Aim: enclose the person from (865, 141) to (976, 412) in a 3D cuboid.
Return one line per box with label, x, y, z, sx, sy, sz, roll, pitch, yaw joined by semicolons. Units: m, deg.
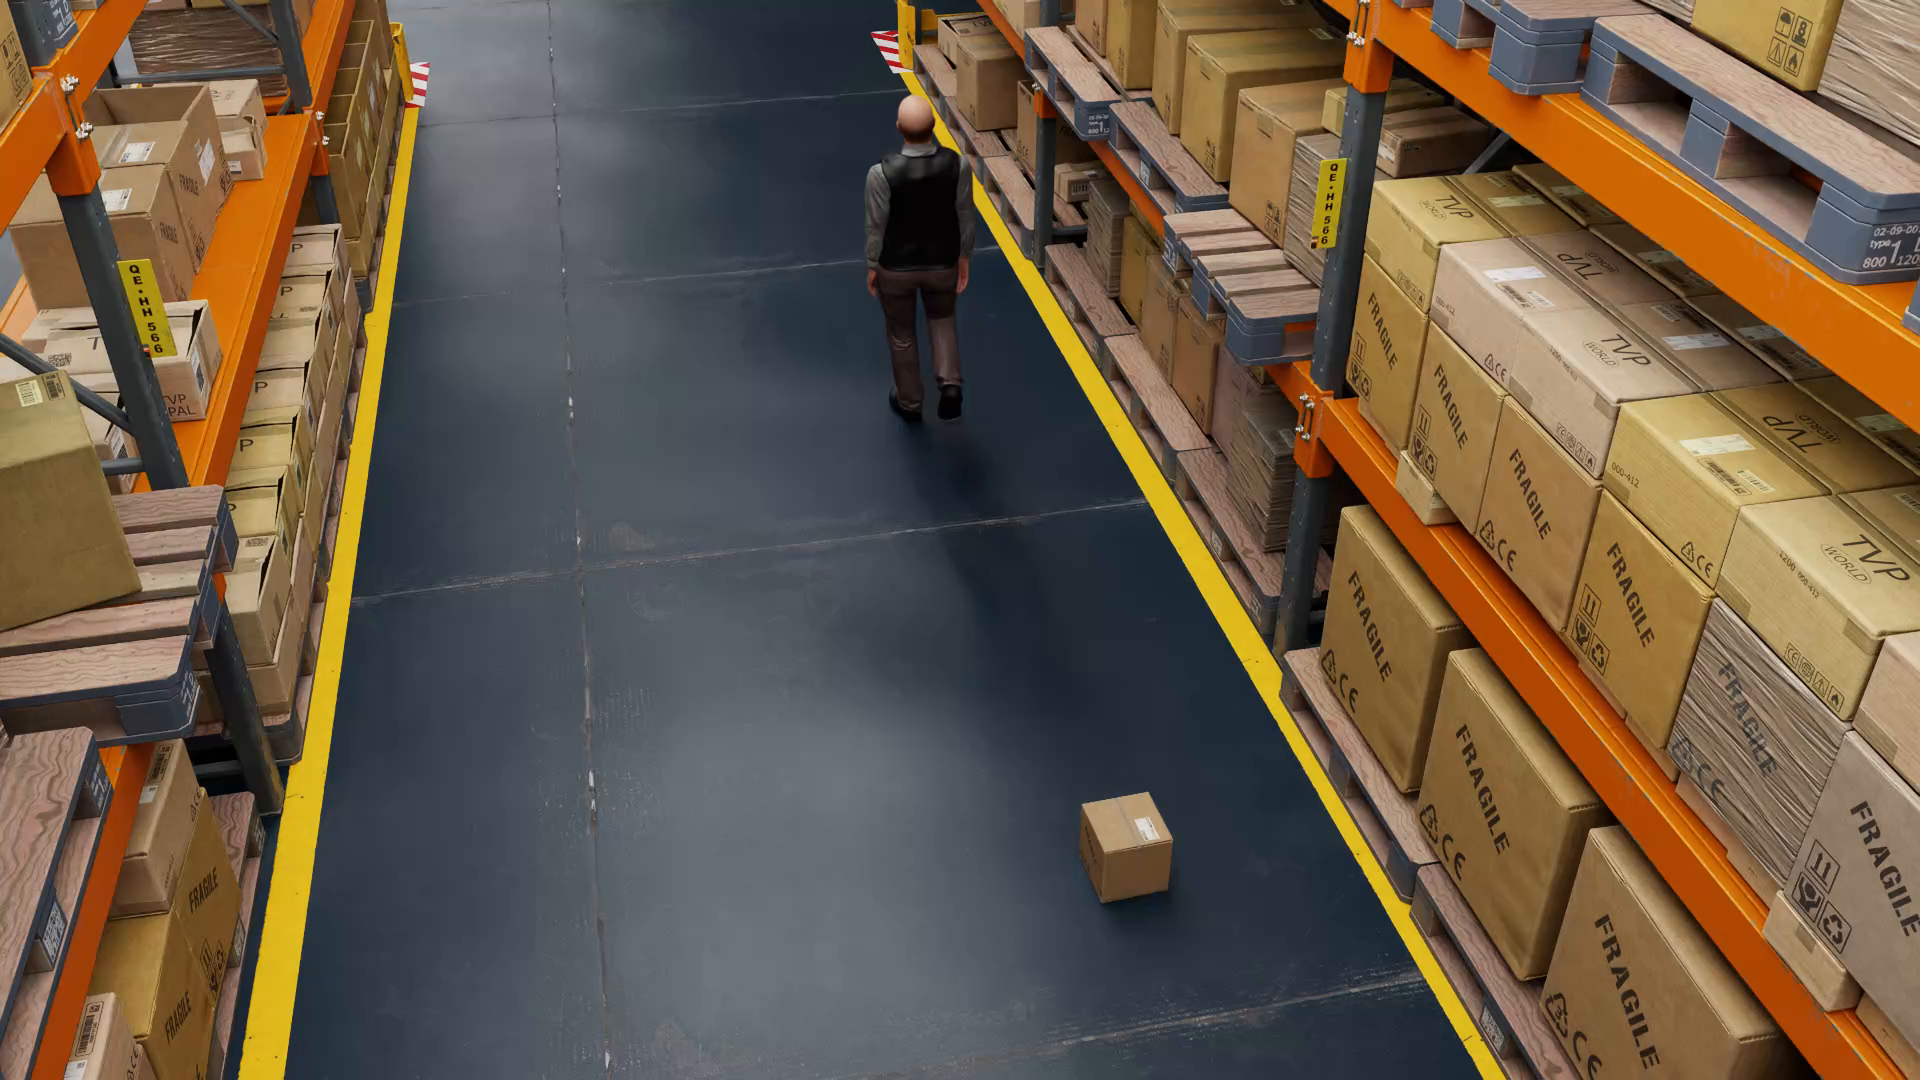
person;-0.191;-1.269;8.135;0.539;1.450;0.484;-9;35;-13
